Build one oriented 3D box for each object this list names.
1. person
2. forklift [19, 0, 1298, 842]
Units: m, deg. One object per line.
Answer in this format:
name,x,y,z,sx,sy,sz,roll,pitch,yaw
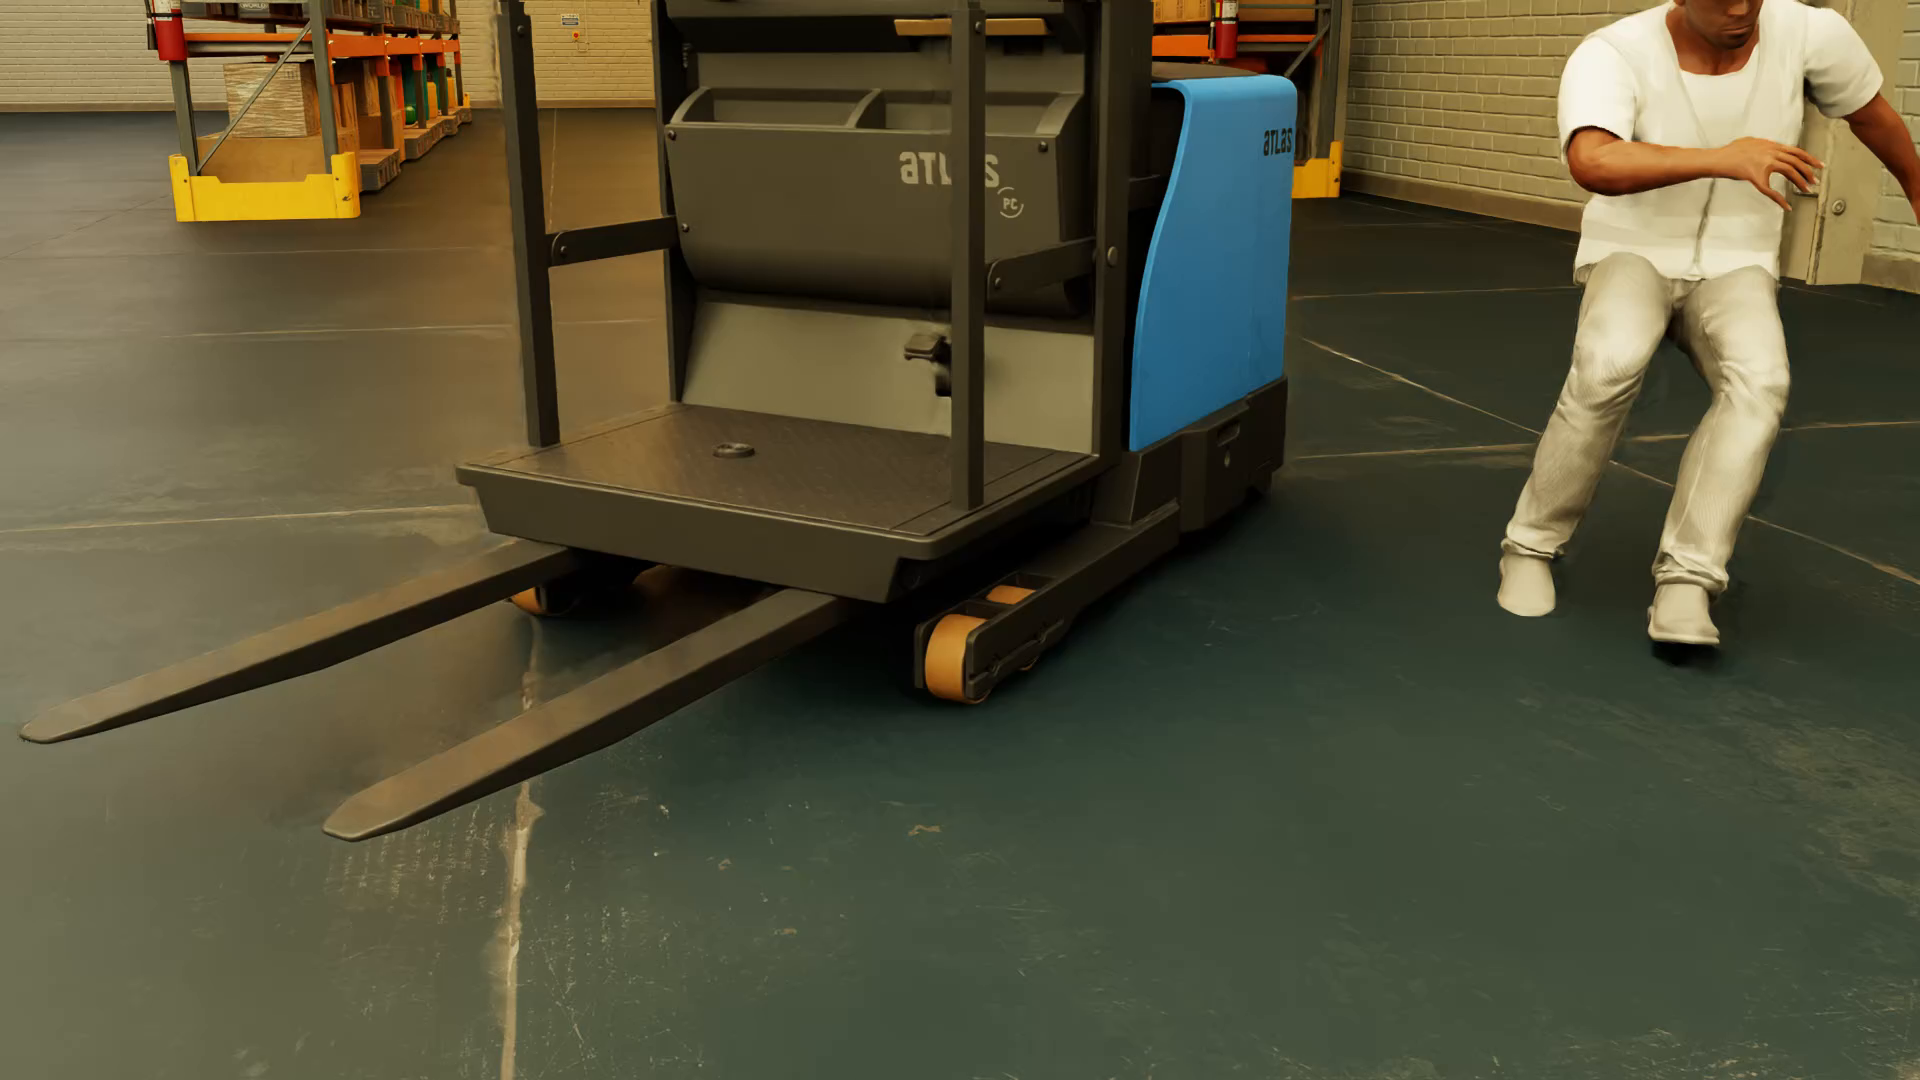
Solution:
person,1.676,-0.544,3.394,1.050,1.487,0.960,2,17,7
forklift,-0.291,-1.252,3.083,1.130,2.935,3.031,9,19,28
